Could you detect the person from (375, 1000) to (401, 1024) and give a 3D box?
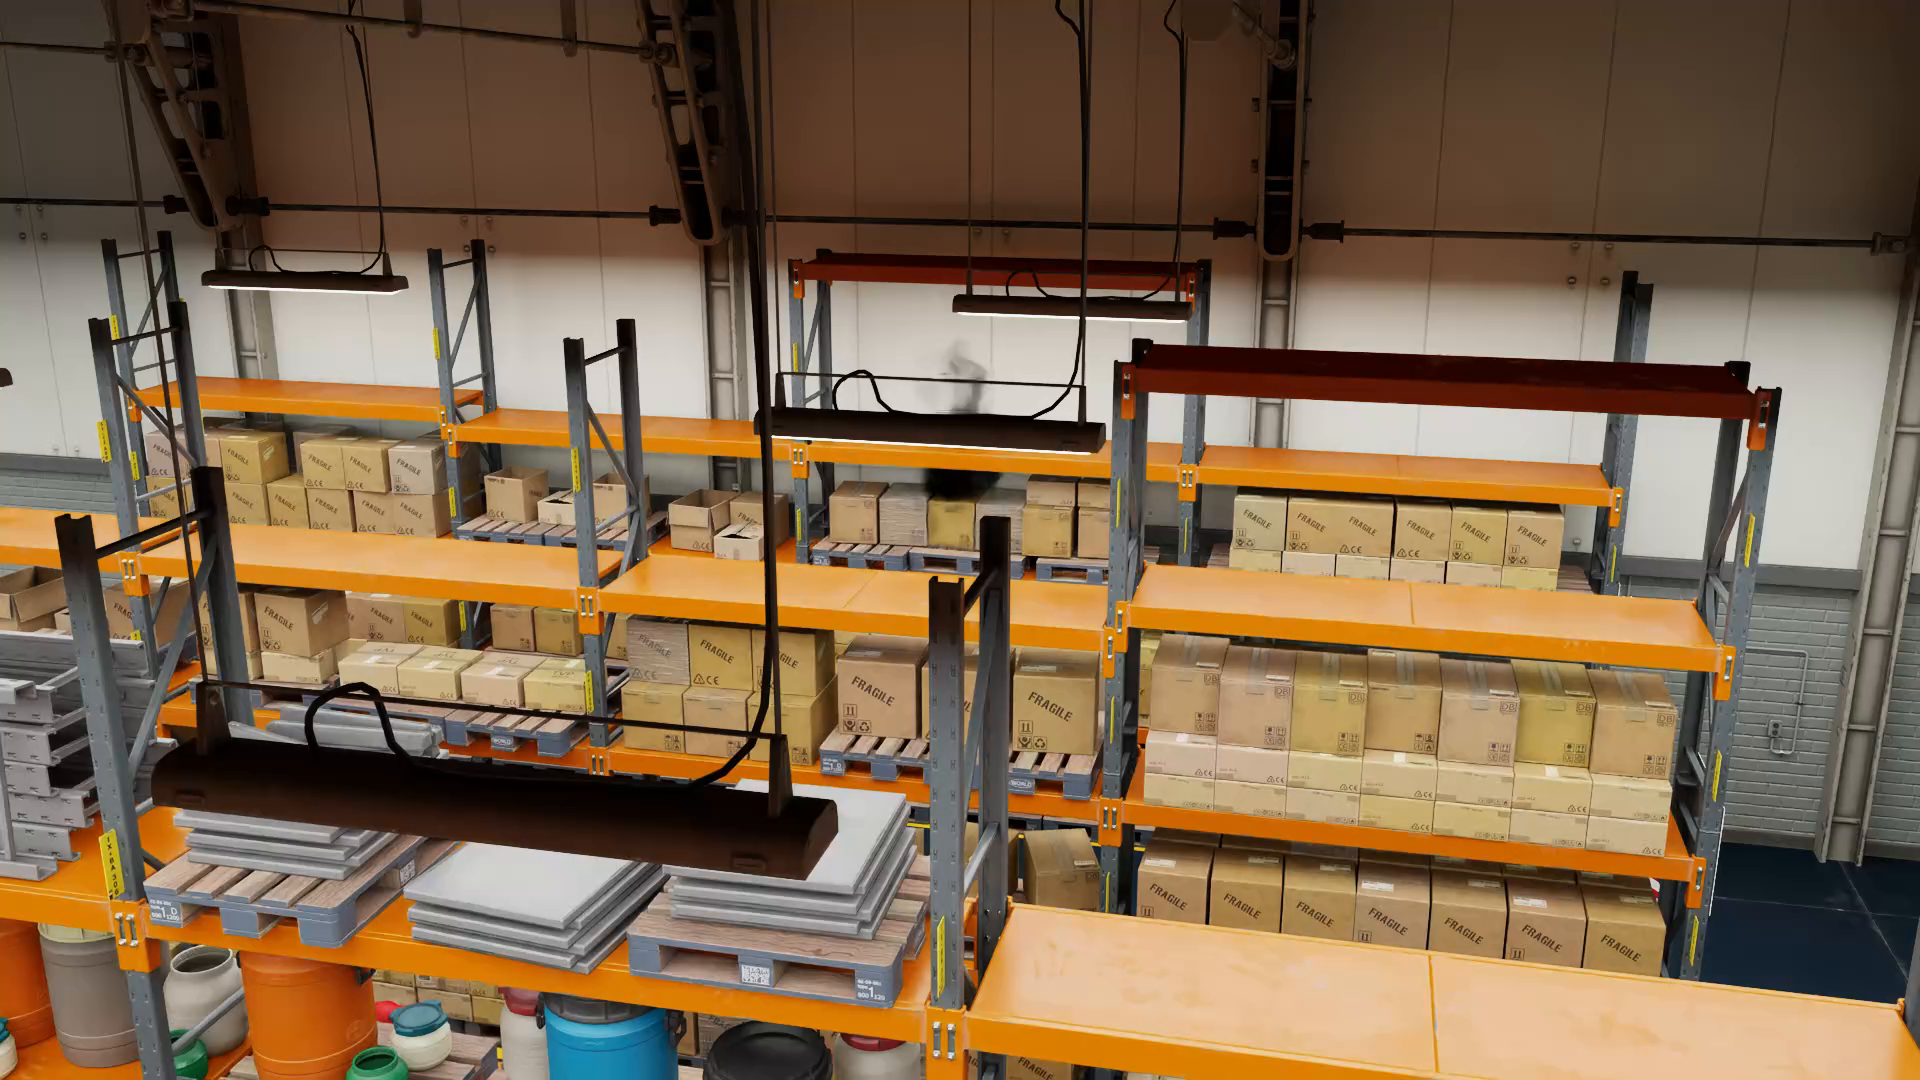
[{"bbox_3d":[-3.833,4.017,11.539,0.664,1.760,0.667,5,17,16],"label":"person"}]
